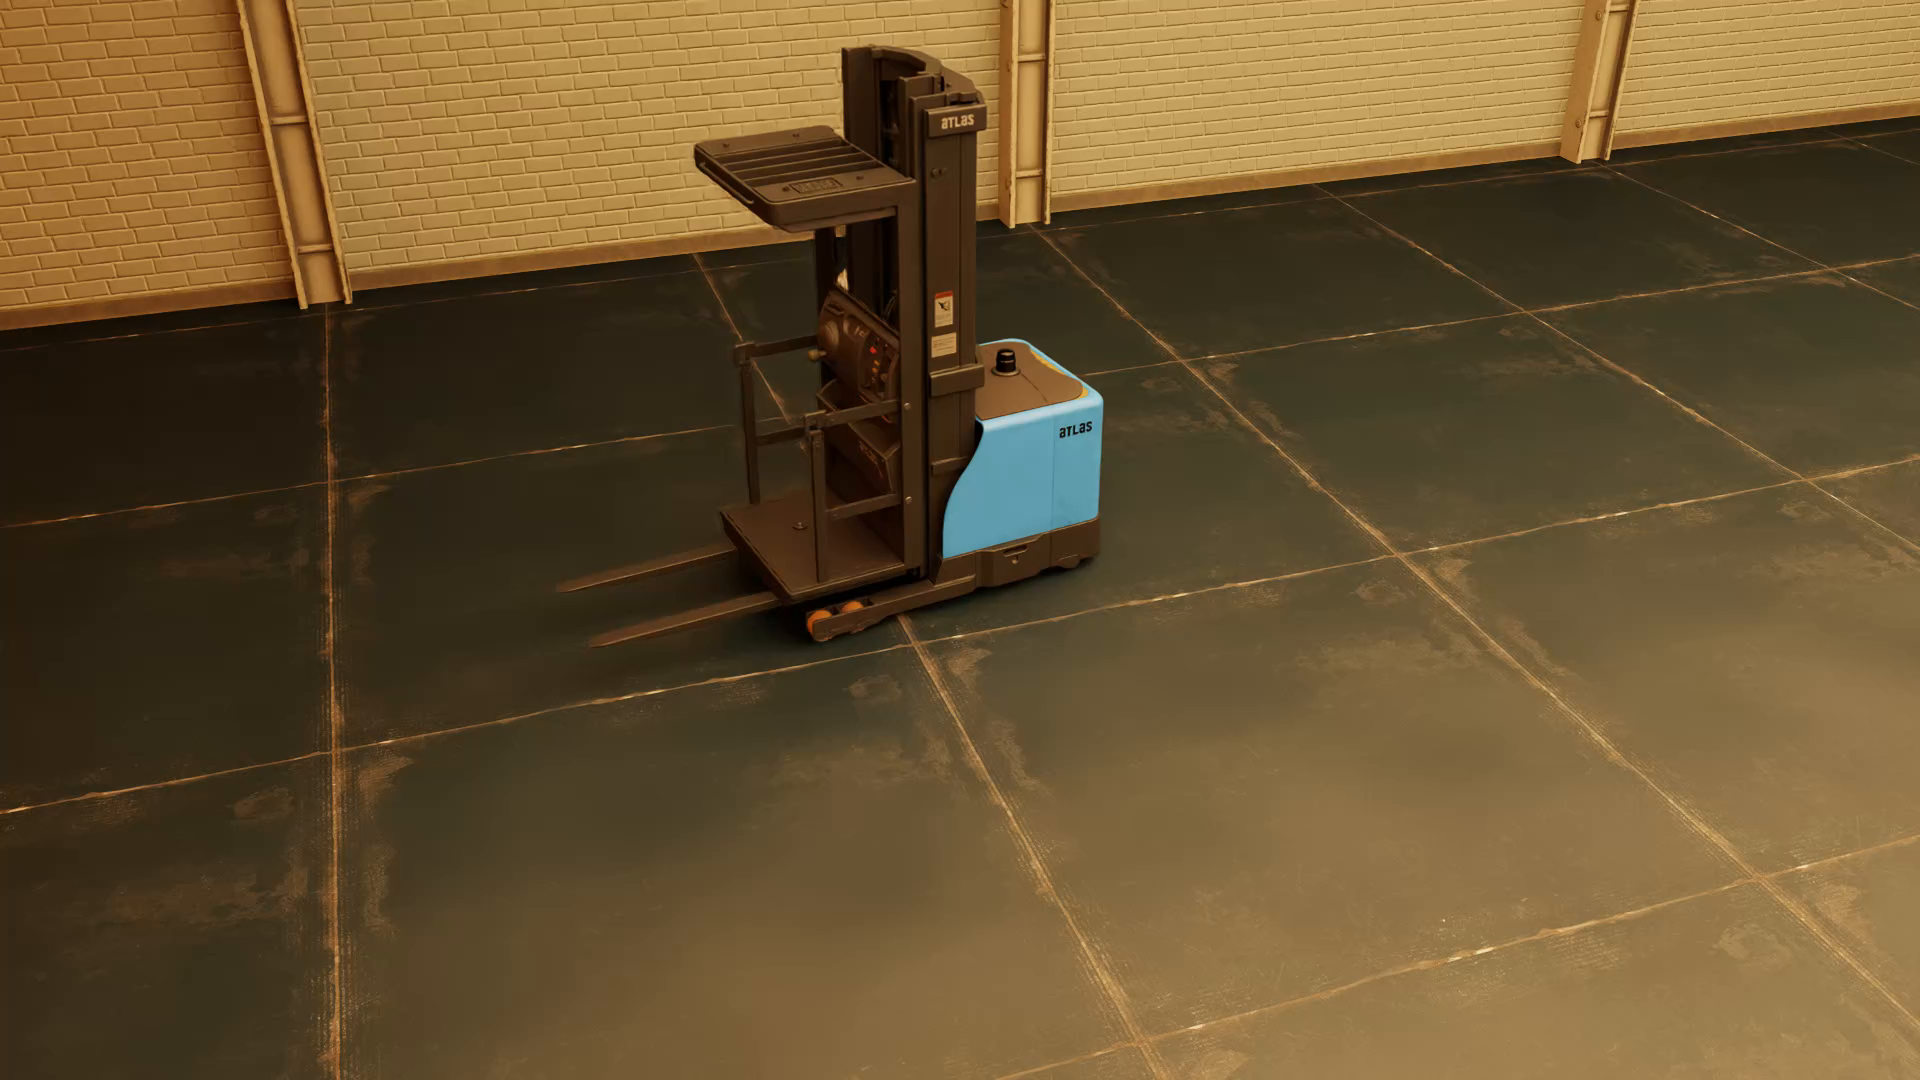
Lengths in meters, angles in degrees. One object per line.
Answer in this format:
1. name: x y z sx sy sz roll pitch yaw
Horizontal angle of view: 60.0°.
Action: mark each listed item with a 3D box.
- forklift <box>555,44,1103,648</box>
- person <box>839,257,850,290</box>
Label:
1. forklift: -0.730 -1.018 8.857 3.031 2.935 1.130 -15 33 -24
2. person: -0.464 -1.263 10.800 0.869 1.442 0.812 19 35 30
